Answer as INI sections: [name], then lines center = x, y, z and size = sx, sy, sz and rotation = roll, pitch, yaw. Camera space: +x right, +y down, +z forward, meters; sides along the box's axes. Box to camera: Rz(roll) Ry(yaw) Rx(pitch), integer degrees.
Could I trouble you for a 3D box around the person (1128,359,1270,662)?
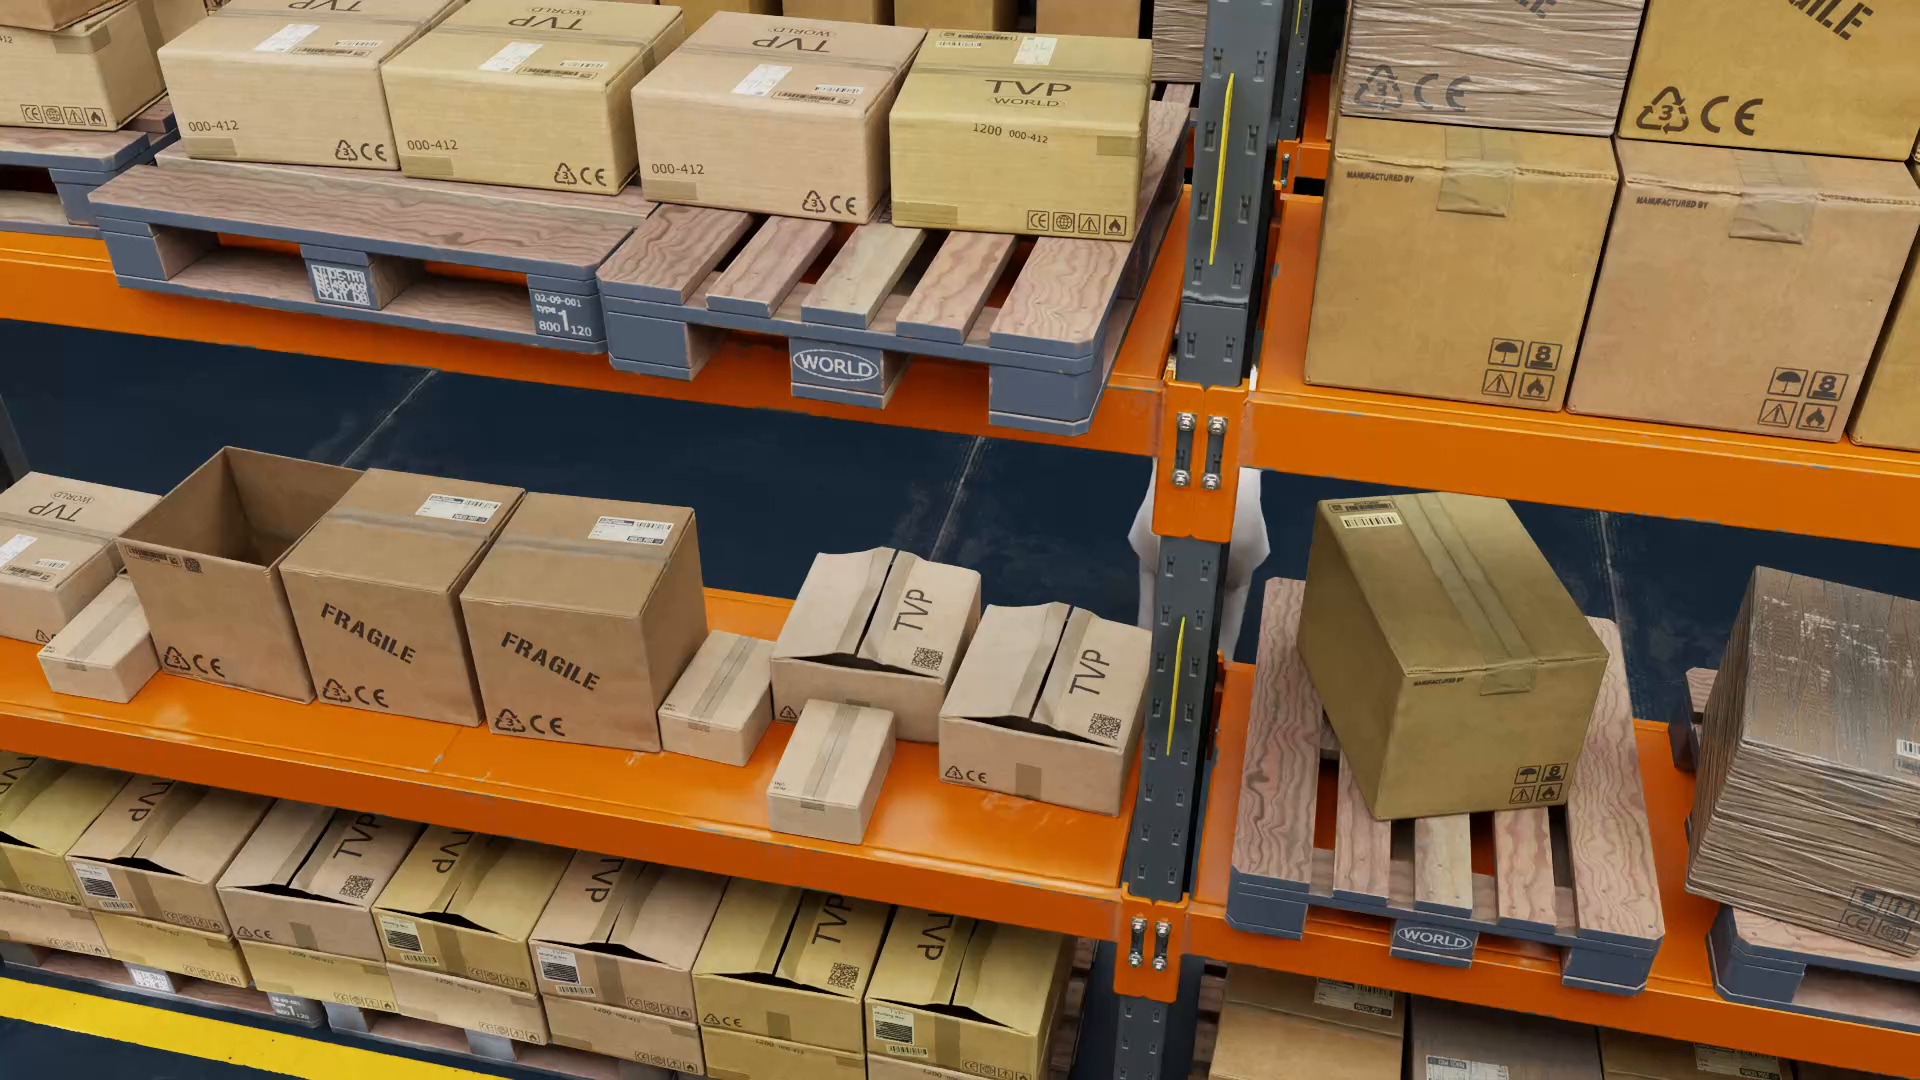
[person]
center = 0.964, -0.135, 6.589
size = 0.555, 1.496, 0.805
rotation = 6, 37, 9
